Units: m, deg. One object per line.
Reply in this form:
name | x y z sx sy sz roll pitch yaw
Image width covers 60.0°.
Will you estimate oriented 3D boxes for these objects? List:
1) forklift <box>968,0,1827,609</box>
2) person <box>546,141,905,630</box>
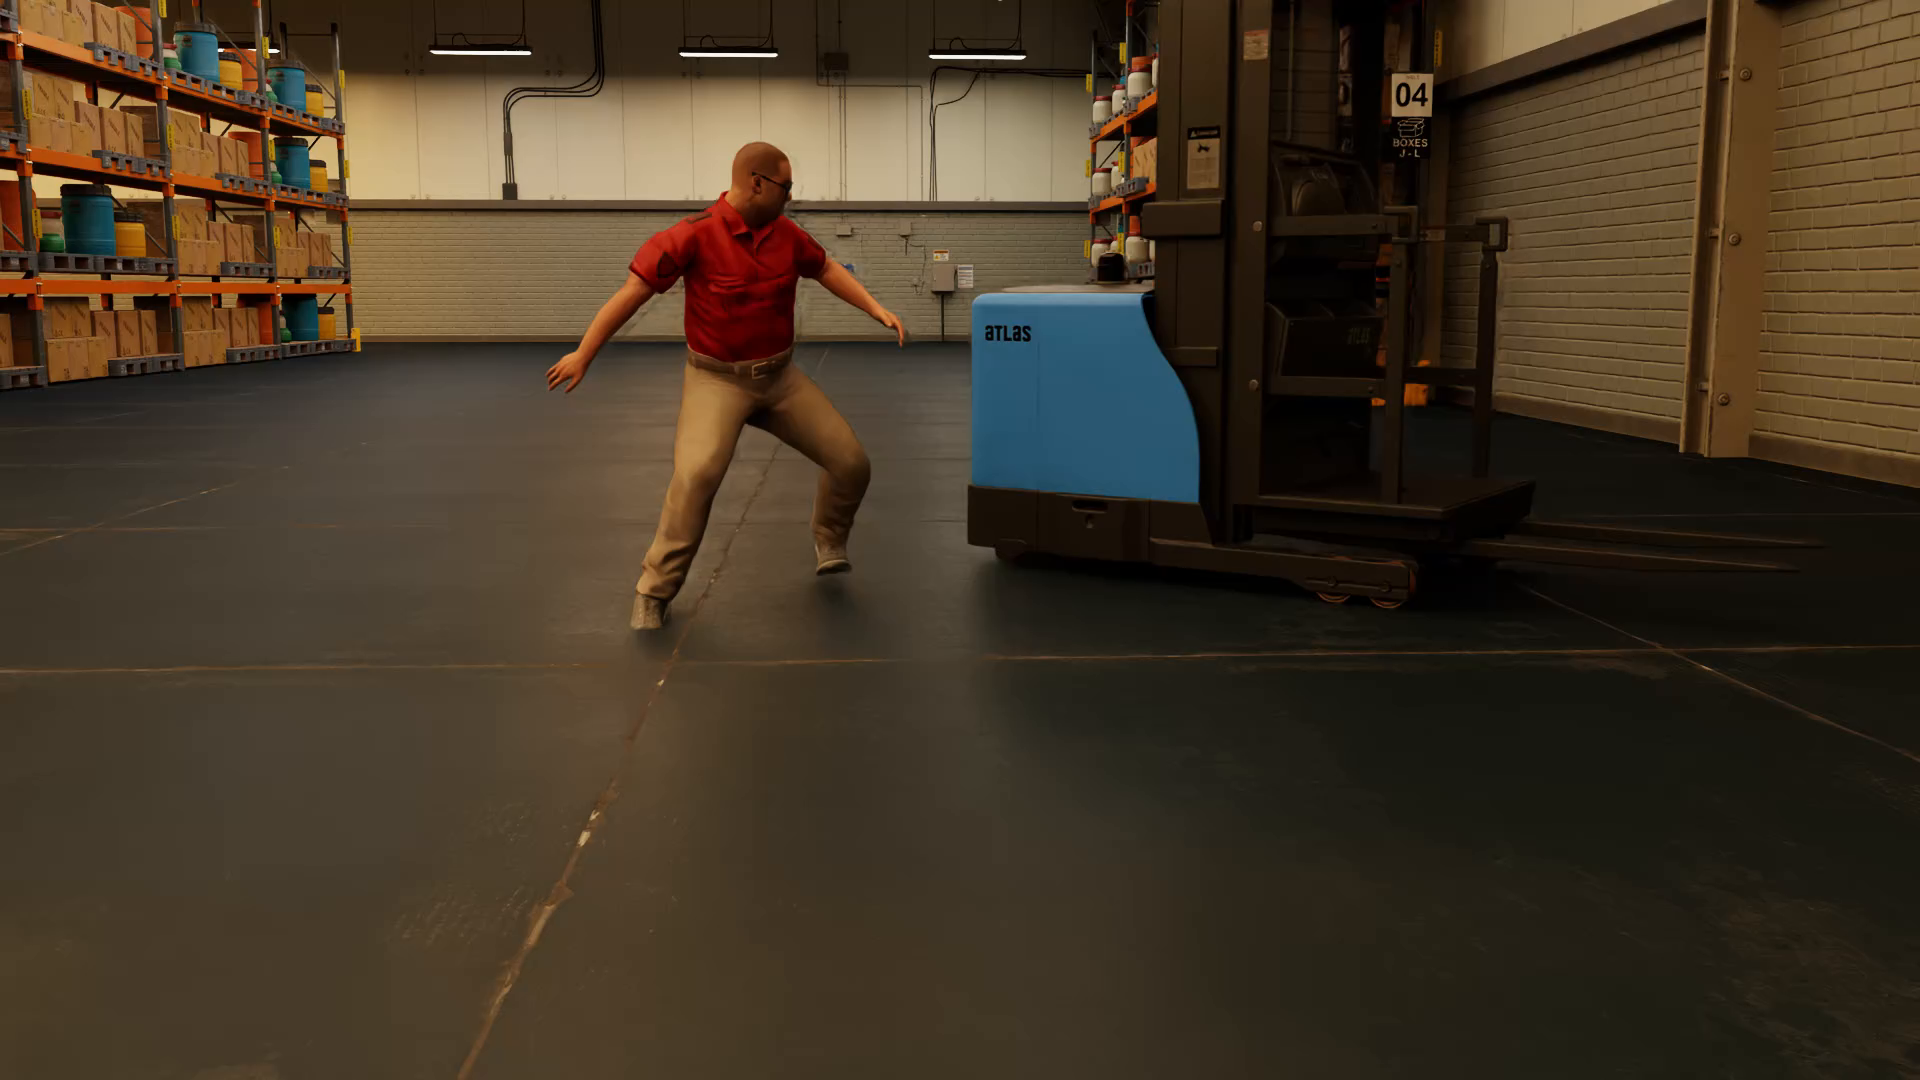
forklift | 1.536 -1.301 6.090 3.031 2.935 1.130 6 10 34
person | -0.776 -0.493 5.677 1.151 1.685 0.536 -6 10 -36
